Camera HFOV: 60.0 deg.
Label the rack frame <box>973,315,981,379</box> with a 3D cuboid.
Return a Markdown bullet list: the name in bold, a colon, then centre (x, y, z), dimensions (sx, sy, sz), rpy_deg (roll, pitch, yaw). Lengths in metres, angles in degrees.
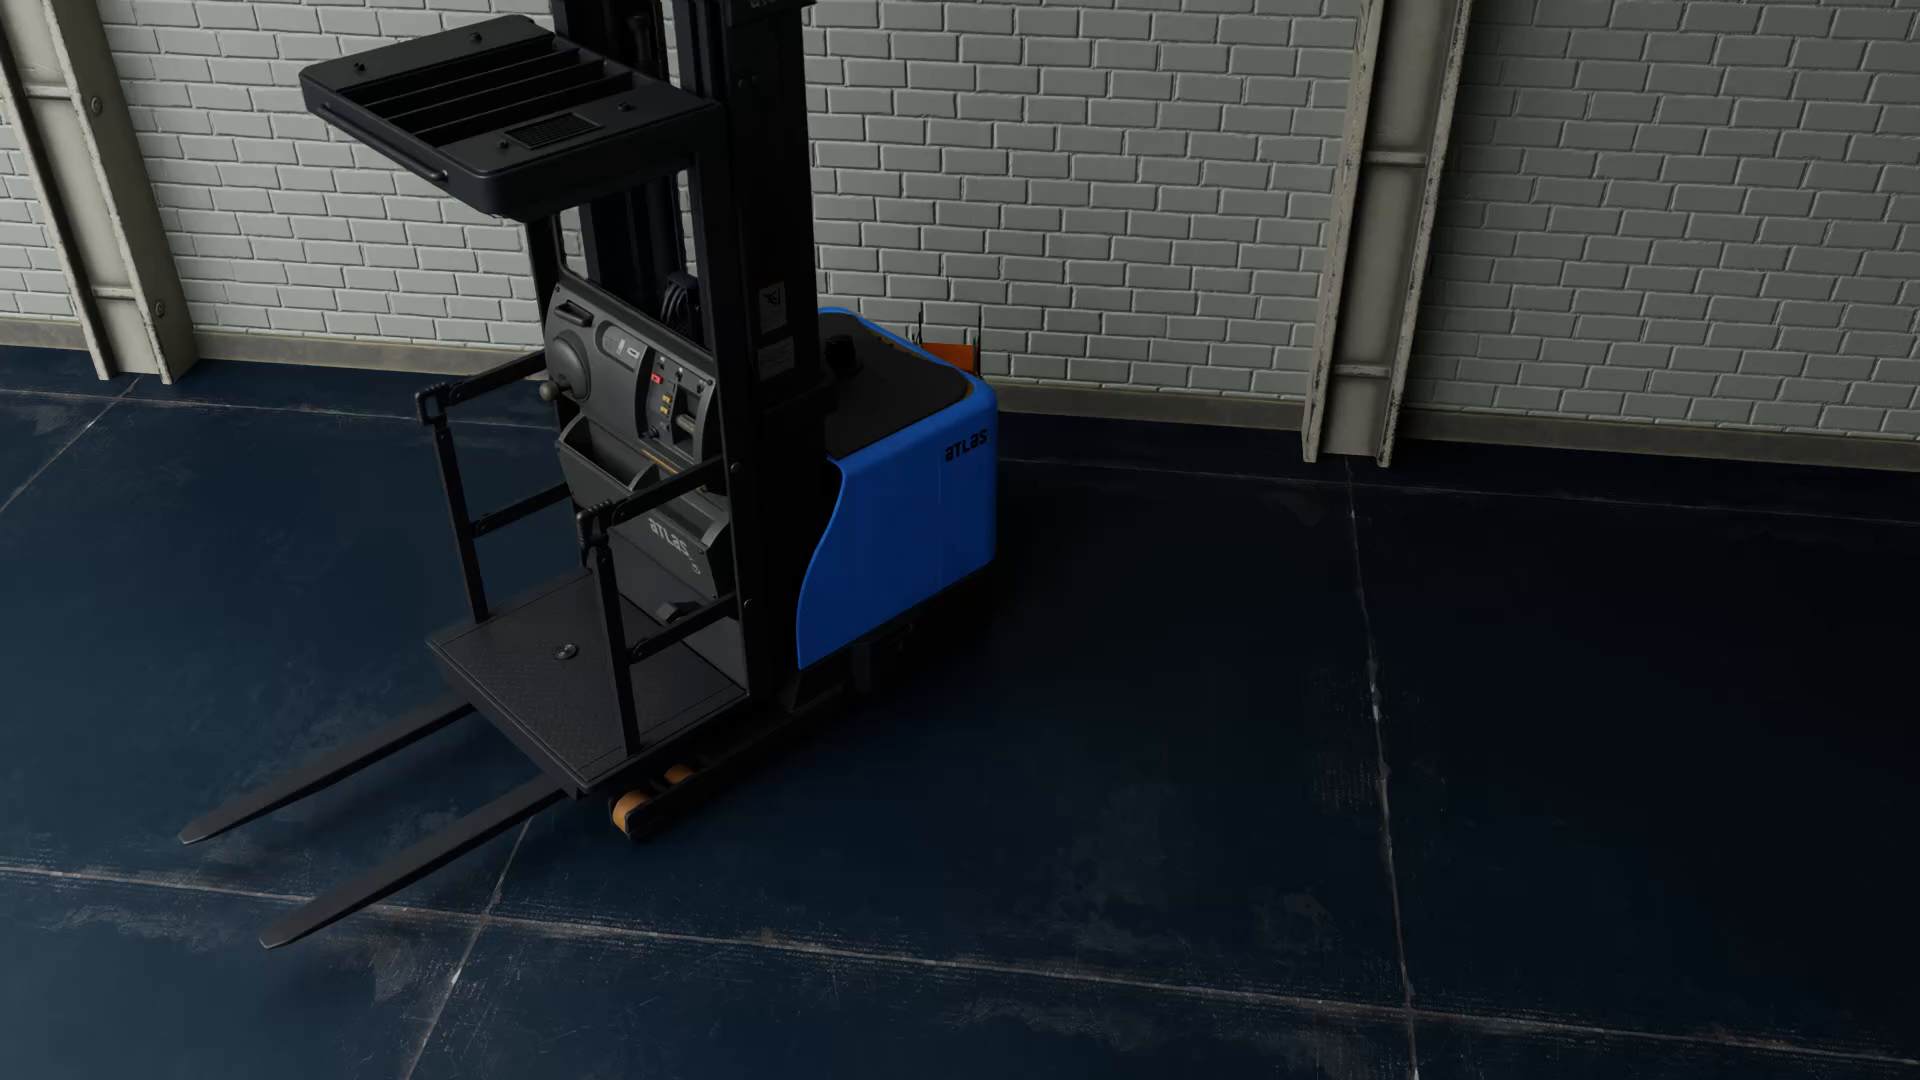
- **rack frame**: centre (0.068, -0.422, 6.938), dimensions (0.008, 1.050, 0.200), rpy_deg (4, 36, 6)

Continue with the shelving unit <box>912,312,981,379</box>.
- **shelving unit**: centre (-0.053, -0.431, 6.951), dimensions (0.252, 1.050, 0.215), rpy_deg (4, 36, 6)

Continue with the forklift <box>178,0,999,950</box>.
- **forklift**: centre (-1.260, -0.500, 5.428), dimensions (3.031, 2.935, 1.130), rpy_deg (-29, 45, -34)

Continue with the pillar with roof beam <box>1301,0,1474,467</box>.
- **pillar with roof beam**: centre (1.274, -1.623, 1.777), dimensions (0.400, 9.000, 9.100), rpy_deg (4, 36, 6)

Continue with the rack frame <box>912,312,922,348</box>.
- **rack frame**: centre (-0.174, -0.440, 6.963), dimensions (0.008, 1.050, 0.200), rpy_deg (4, 36, 6)

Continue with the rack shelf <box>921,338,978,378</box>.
- **rack shelf**: centre (-0.053, -0.654, 6.792), dimensions (0.240, 0.259, 0.215), rpy_deg (4, 36, 6)

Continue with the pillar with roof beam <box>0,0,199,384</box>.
- **pillar with roof beam**: centre (-4.677, -2.067, 2.399), dimensions (0.400, 9.000, 9.100), rpy_deg (4, 36, 6)
